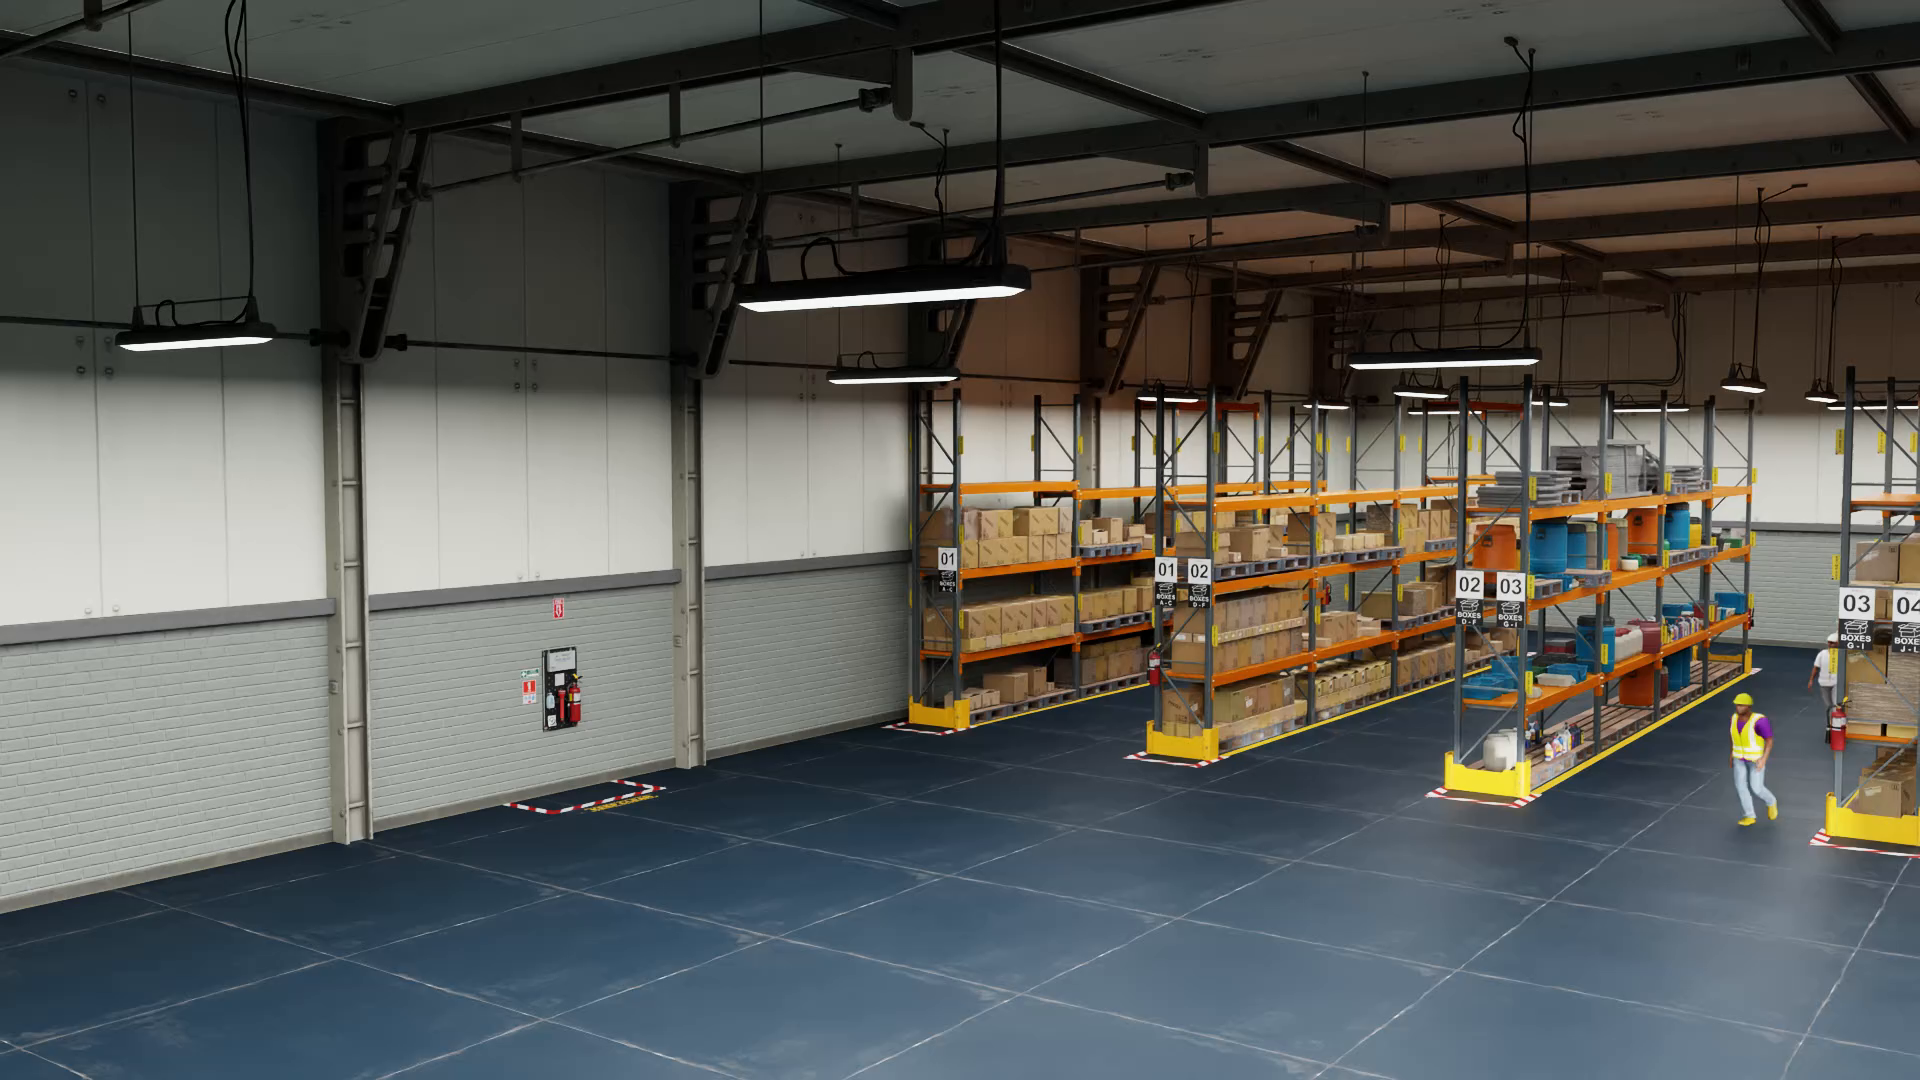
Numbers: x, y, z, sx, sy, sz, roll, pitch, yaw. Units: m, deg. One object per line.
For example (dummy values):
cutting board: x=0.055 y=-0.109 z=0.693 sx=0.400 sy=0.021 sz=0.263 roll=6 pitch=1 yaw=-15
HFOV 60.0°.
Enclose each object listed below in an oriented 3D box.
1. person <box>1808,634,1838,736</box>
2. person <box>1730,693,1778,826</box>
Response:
person: x=15.029 y=2.483 z=28.709 sx=0.681 sy=1.714 sz=1.022 roll=3 pitch=4 yaw=40
person: x=10.502 y=2.884 z=22.015 sx=0.711 sy=1.733 sz=0.619 roll=-2 pitch=4 yaw=-35
